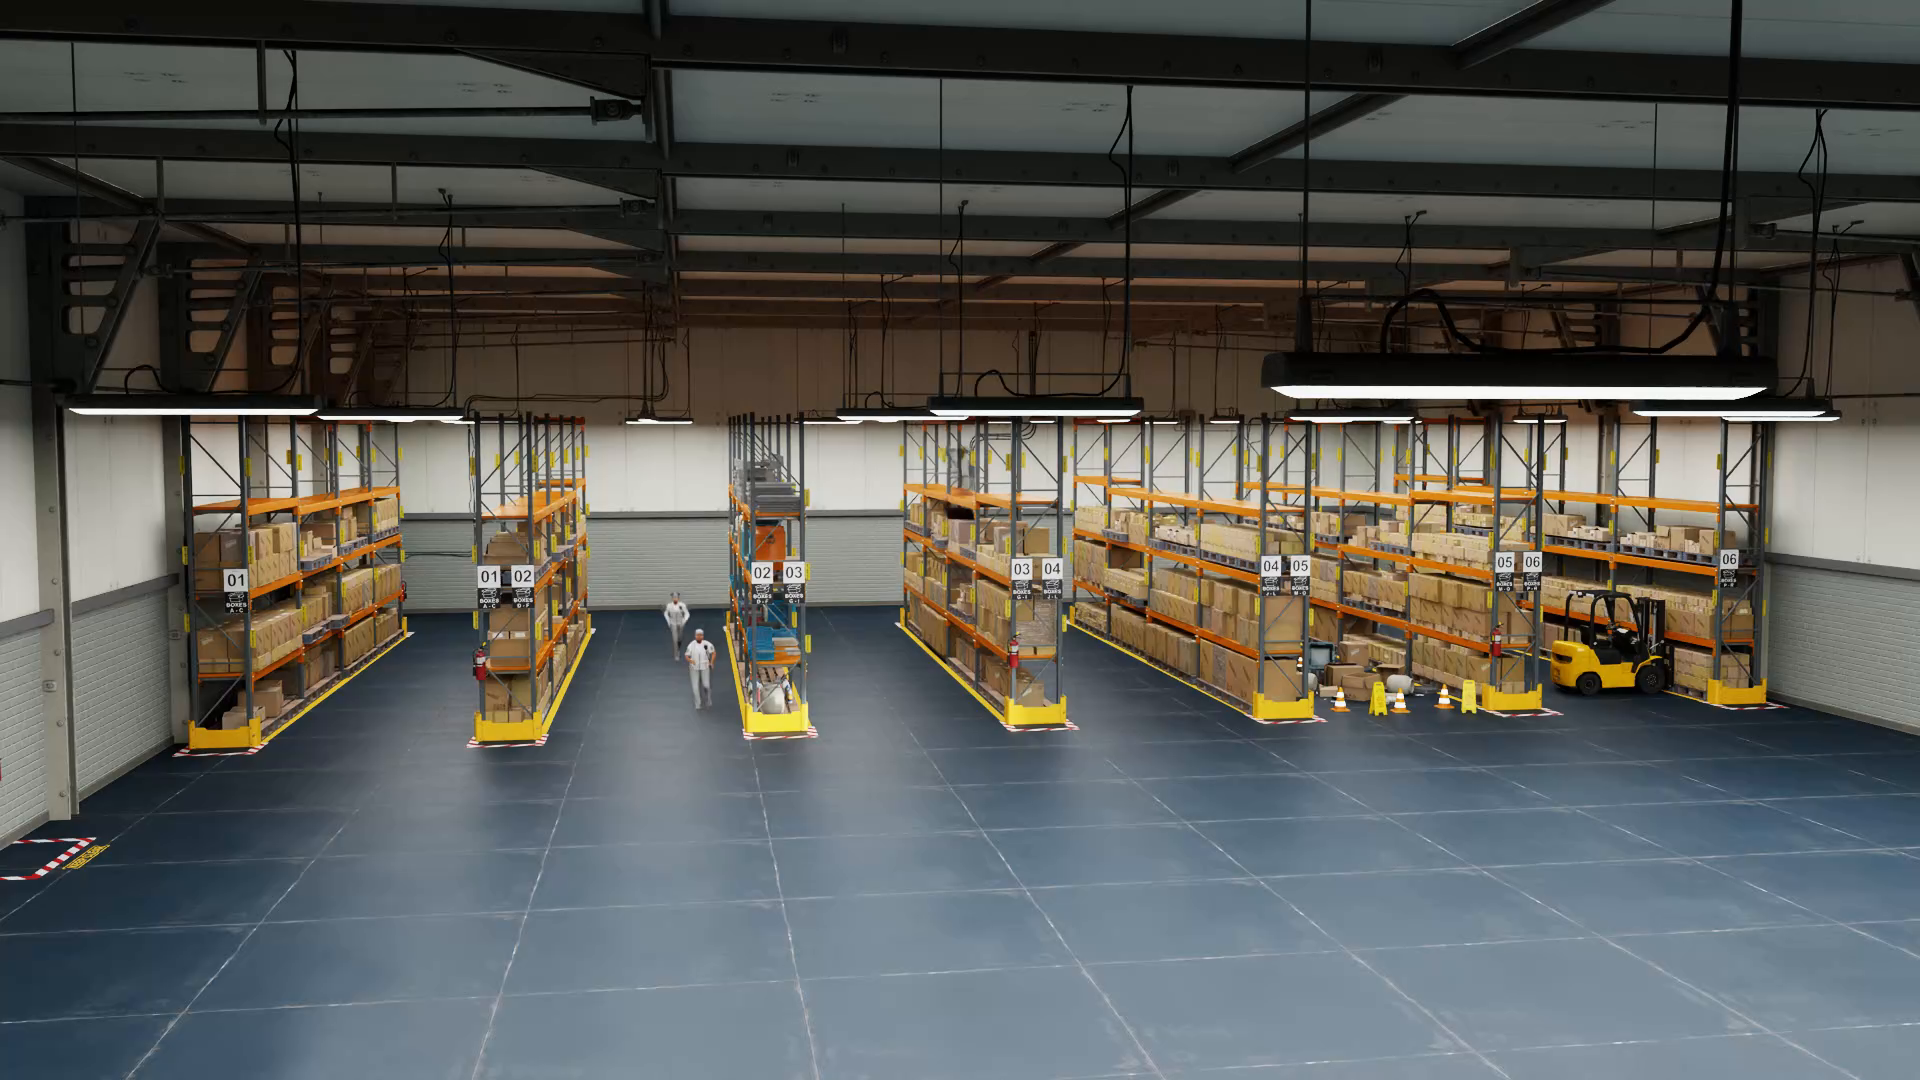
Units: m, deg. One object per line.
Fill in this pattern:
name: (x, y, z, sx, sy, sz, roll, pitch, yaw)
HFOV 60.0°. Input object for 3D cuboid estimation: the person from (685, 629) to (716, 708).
person: (-5.259, 2.619, 33.656, 0.622, 1.619, 0.579, 0, 4, -5)

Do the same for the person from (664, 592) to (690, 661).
person: (-6.976, 2.112, 41.000, 0.616, 1.703, 0.715, -1, 4, -11)

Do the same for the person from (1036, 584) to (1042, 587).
person: (2.353, 1.741, 45.773, 0.703, 1.737, 0.621, 0, 4, -5)
